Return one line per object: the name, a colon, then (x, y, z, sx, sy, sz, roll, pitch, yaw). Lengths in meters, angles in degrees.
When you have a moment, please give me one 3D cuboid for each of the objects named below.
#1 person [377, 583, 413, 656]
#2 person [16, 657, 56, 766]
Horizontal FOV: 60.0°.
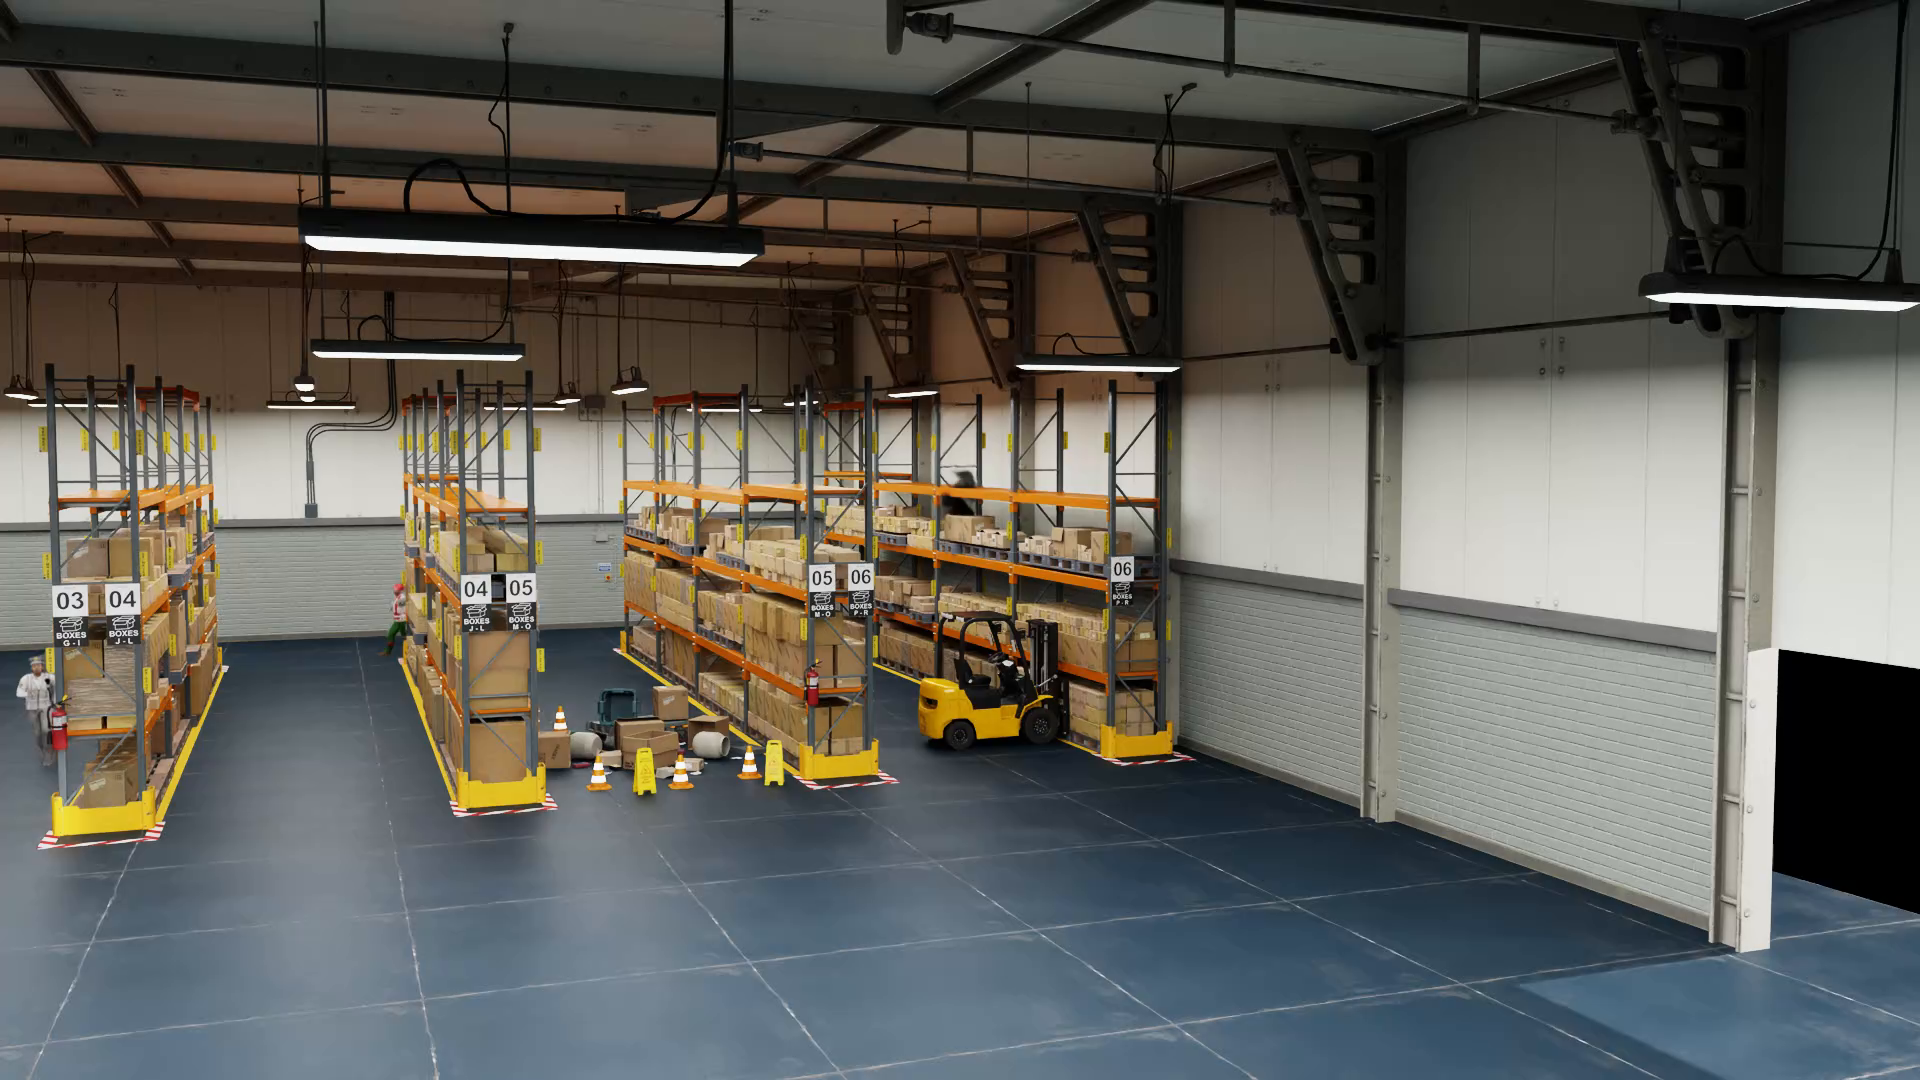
person: (-13.094, 1.852, 38.971, 1.019, 1.720, 0.723, -2, 4, -29)
person: (-14.345, 2.659, 25.905, 0.592, 1.717, 0.767, -1, 4, -22)
